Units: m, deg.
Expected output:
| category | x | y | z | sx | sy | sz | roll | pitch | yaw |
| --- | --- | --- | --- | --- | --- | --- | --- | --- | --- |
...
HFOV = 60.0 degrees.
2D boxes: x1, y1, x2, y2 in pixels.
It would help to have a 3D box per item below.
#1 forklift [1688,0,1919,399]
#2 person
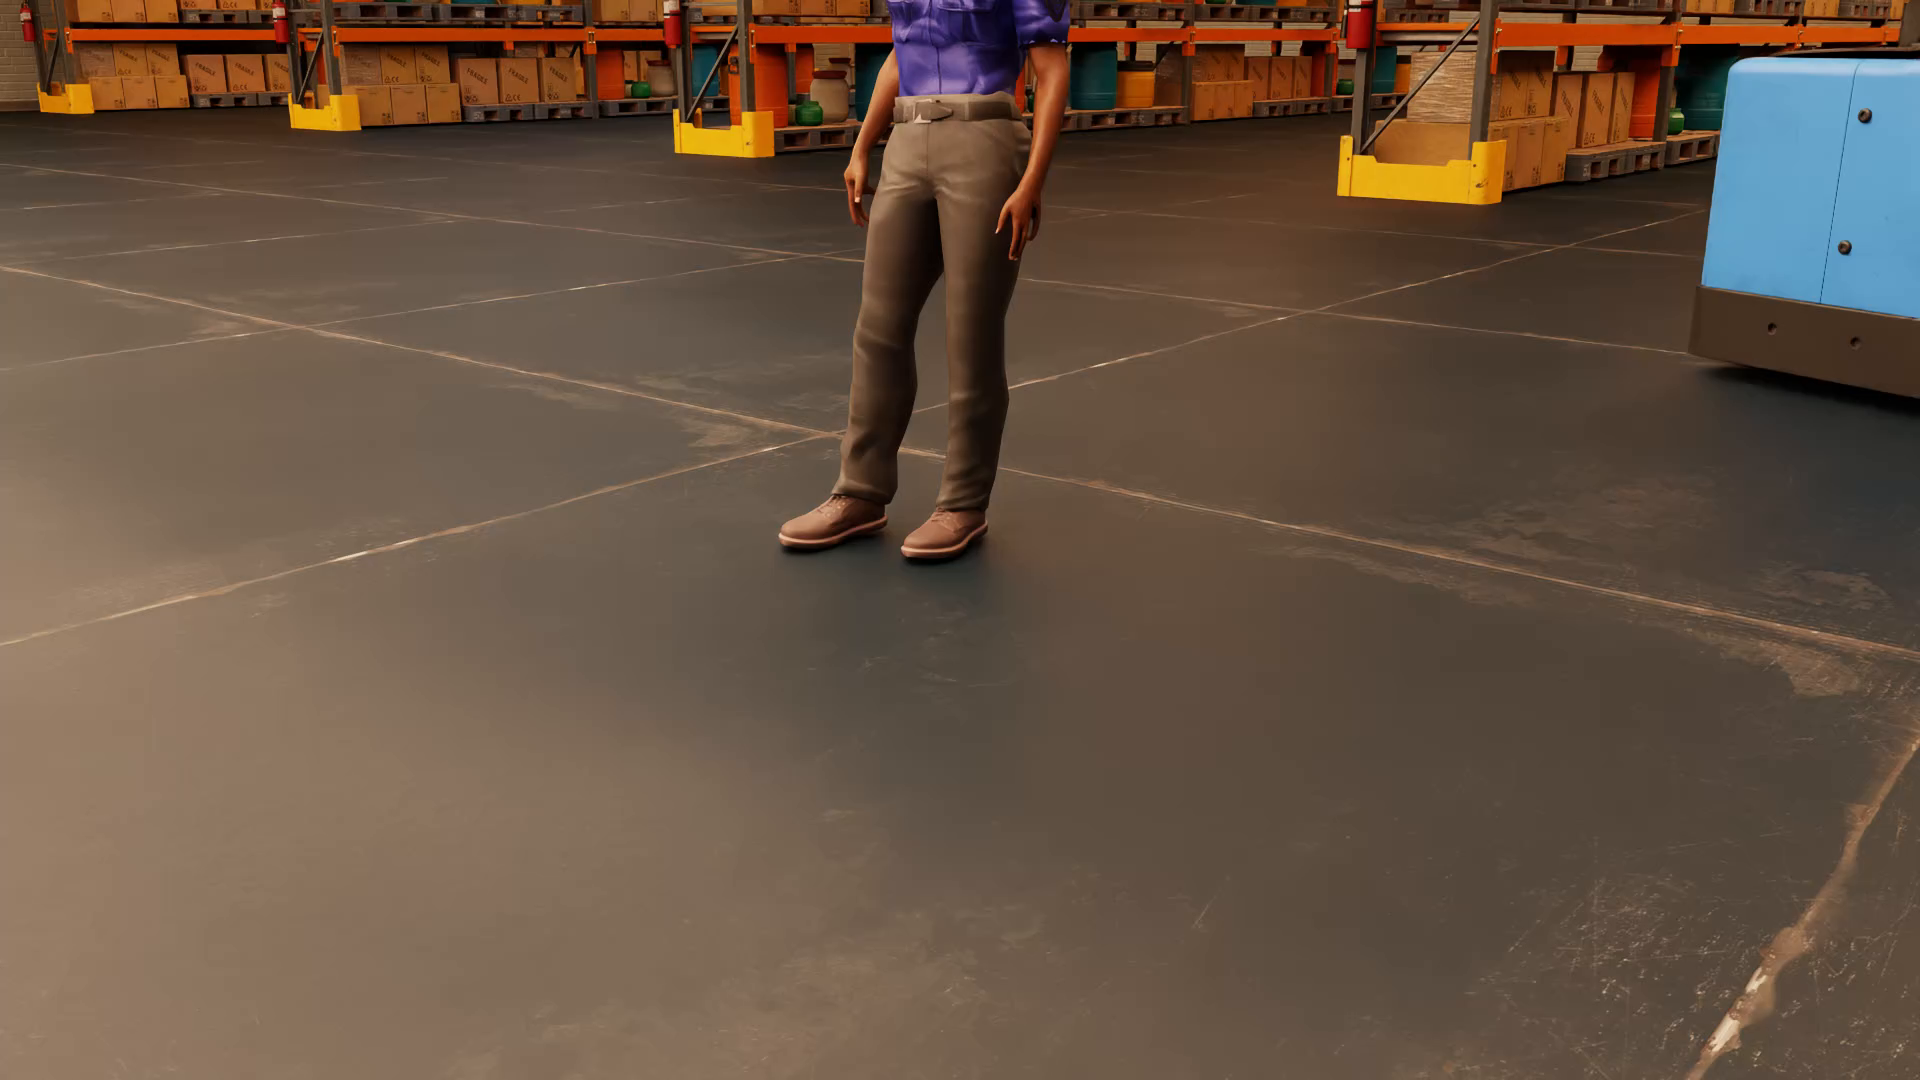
| category | x | y | z | sx | sy | sz | roll | pitch | yaw |
| --- | --- | --- | --- | --- | --- | --- | --- | --- | --- |
| forklift | 4.117 | -2.071 | 5.716 | 3.031 | 2.935 | 1.130 | -9 | 19 | -26 |
| person | -0.071 | -0.782 | 3.647 | 0.569 | 1.654 | 0.504 | 13 | 21 | 37 |
